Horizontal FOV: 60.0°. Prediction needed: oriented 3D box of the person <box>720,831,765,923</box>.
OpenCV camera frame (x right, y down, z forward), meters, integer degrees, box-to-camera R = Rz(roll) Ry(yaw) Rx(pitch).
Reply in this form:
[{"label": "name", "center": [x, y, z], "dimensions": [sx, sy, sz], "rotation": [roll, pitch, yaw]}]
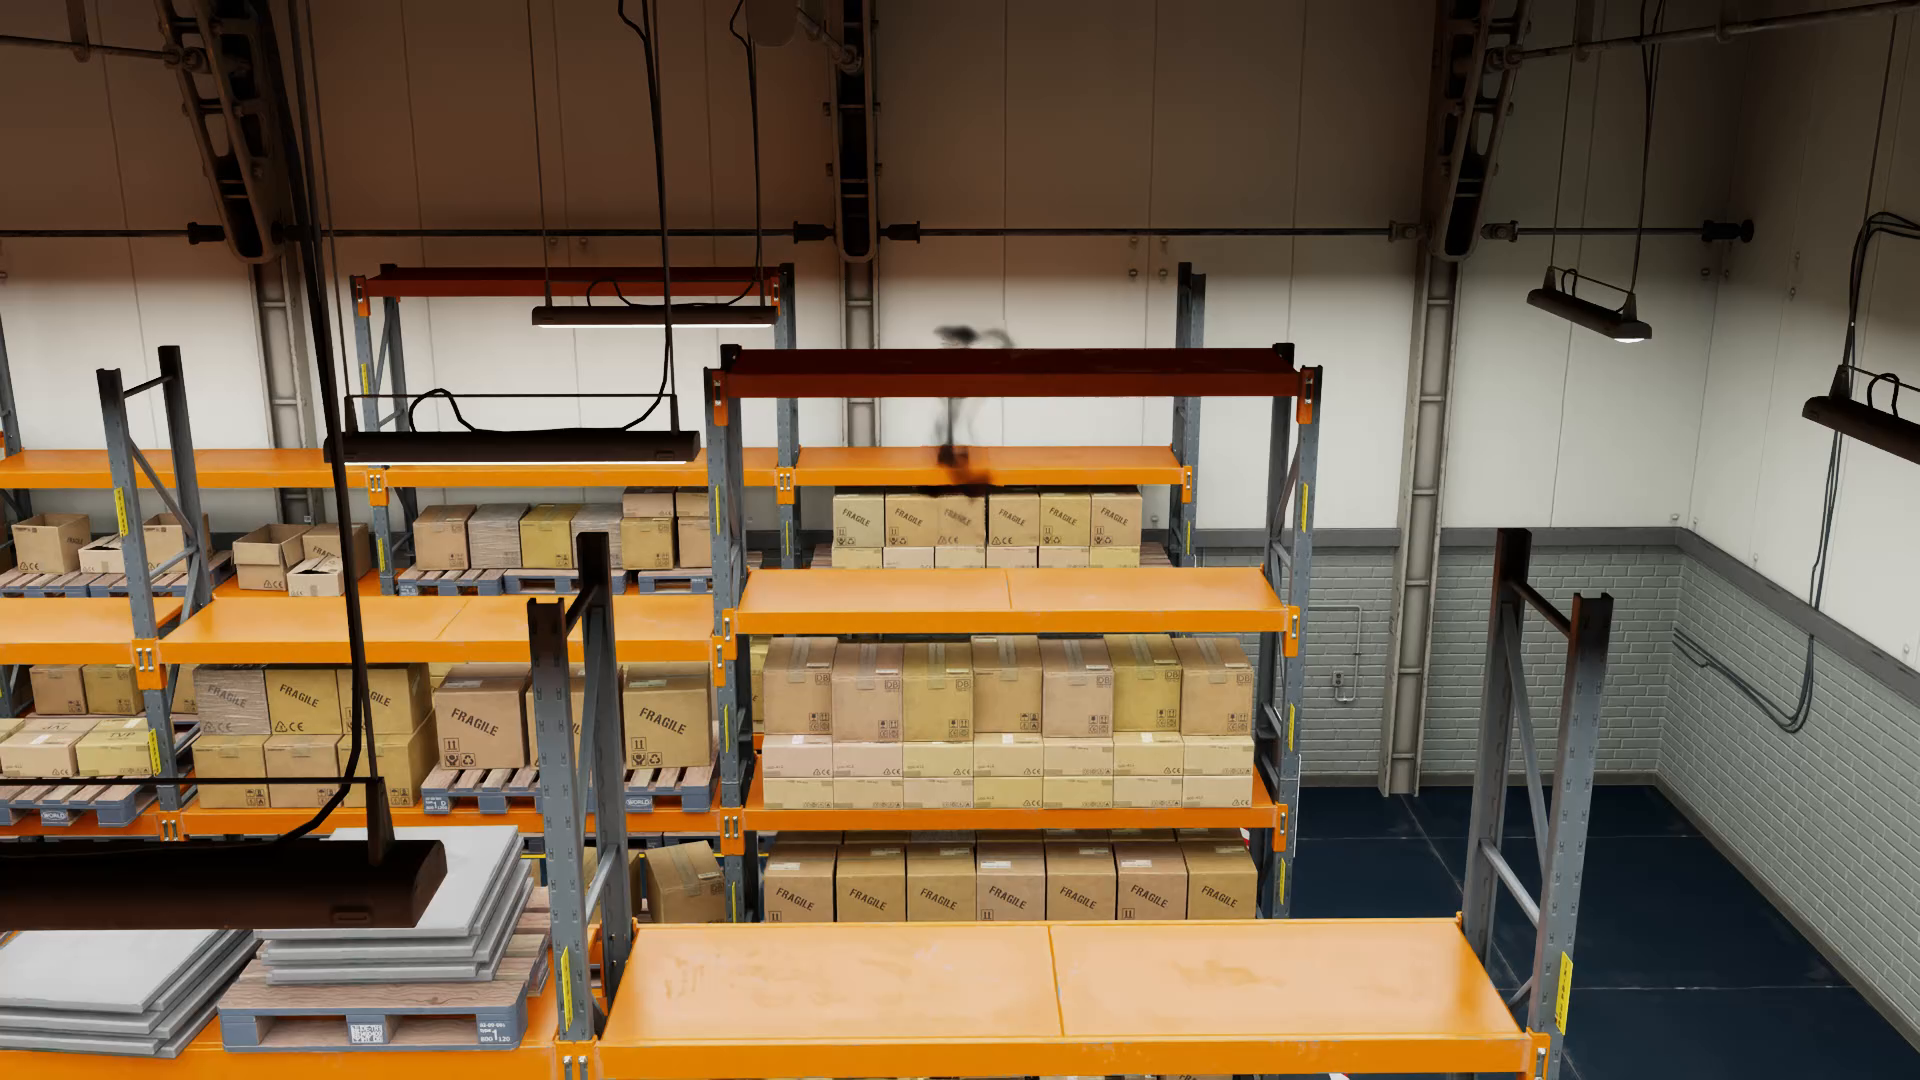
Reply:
[{"label": "person", "center": [-1.902, 3.117, 14.968], "dimensions": [0.638, 1.633, 0.579], "rotation": [1, 16, 4]}]
